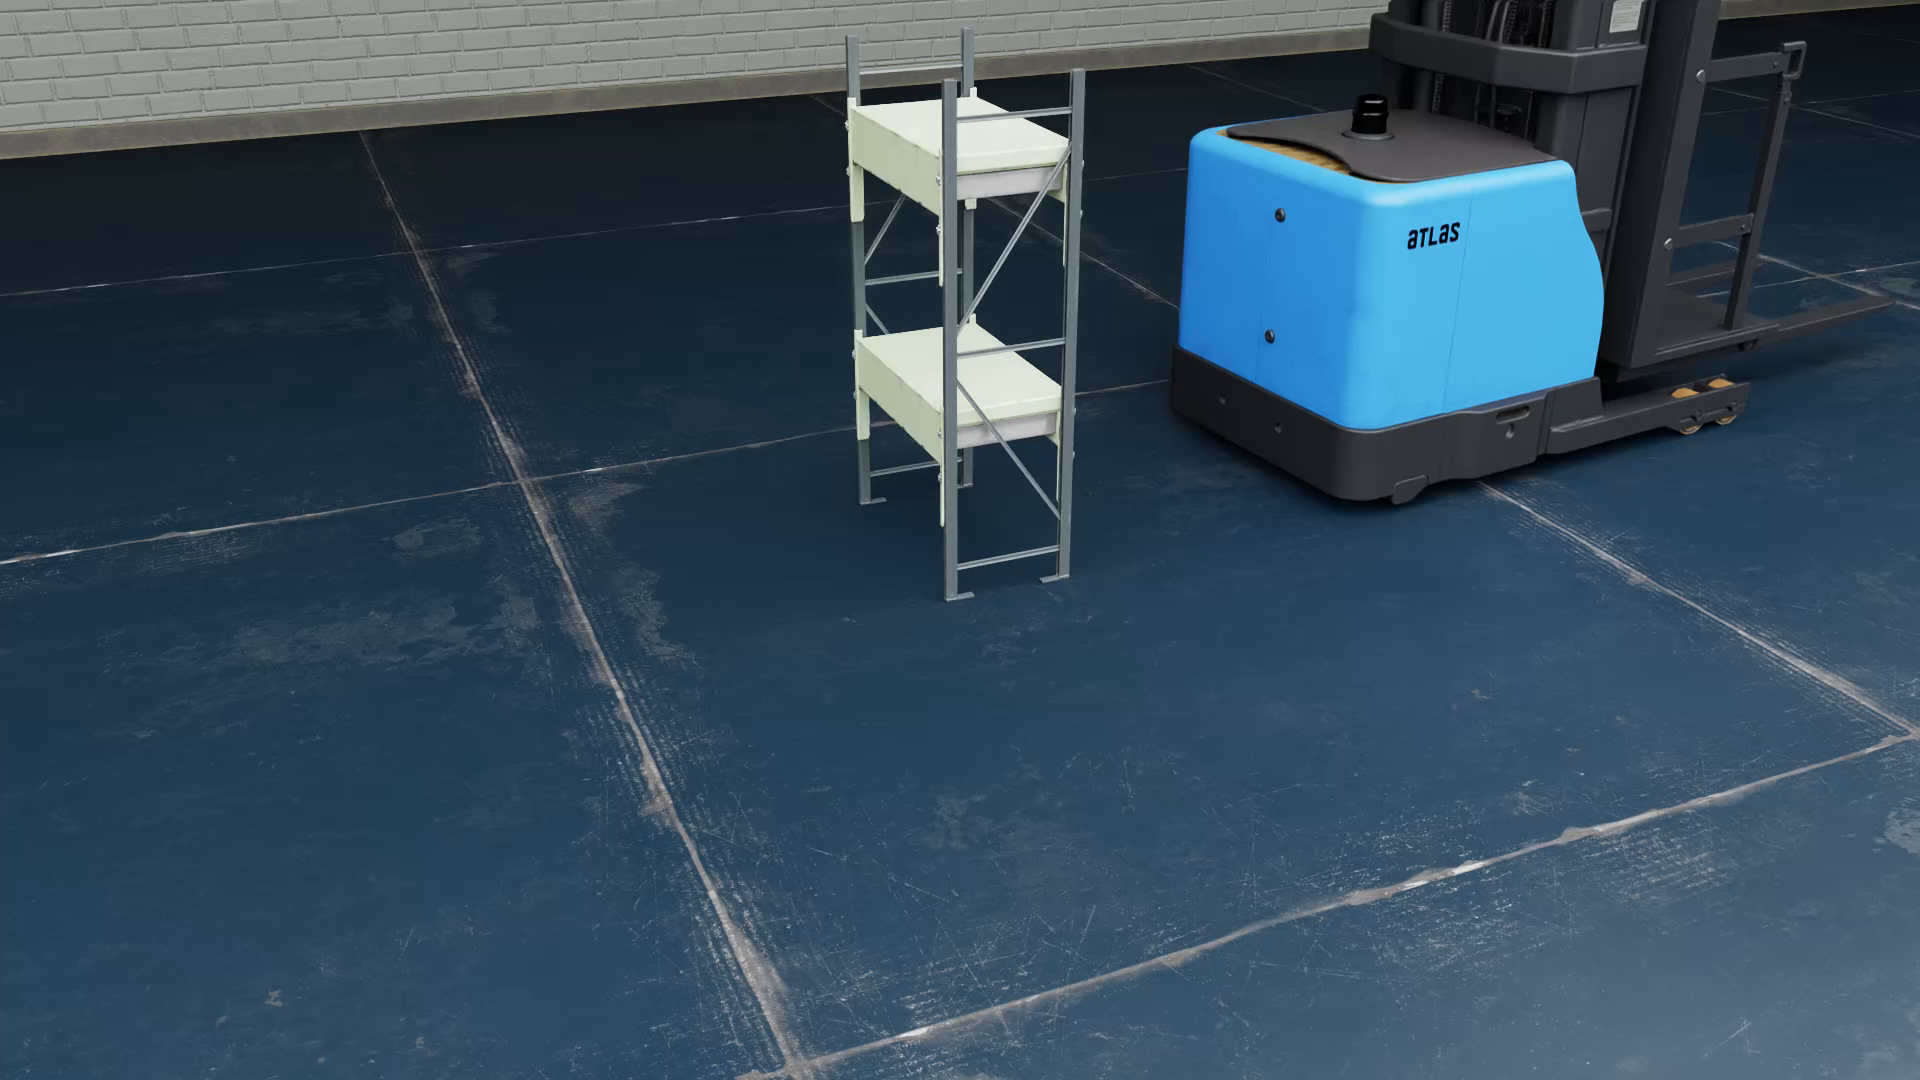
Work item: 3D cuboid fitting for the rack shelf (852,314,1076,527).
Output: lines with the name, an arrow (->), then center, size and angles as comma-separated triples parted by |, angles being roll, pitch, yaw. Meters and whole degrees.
rack shelf -> -0.003, -0.384, 5.070 | 0.431, 0.370, 0.720 | -11, 28, -21

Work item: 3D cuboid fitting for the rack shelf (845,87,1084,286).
rack shelf -> -0.003, -1.027, 4.755 | 0.431, 0.370, 0.720 | -11, 28, -21

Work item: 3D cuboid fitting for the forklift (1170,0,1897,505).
forklift -> 2.308, -1.886, 5.772 | 3.031, 2.935, 1.130 | -14, 29, -26

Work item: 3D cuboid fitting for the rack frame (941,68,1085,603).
rack frame -> 0.141, -0.529, 4.624 | 0.400, 1.500, 0.023 | -11, 28, -21

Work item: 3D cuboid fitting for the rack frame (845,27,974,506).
rack frame -> -0.146, -0.824, 5.229 | 0.400, 1.500, 0.023 | -11, 28, -21

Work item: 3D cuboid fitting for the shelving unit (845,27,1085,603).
shelving unit -> -0.003, -0.677, 4.926 | 0.431, 1.500, 0.755 | -11, 28, -21
